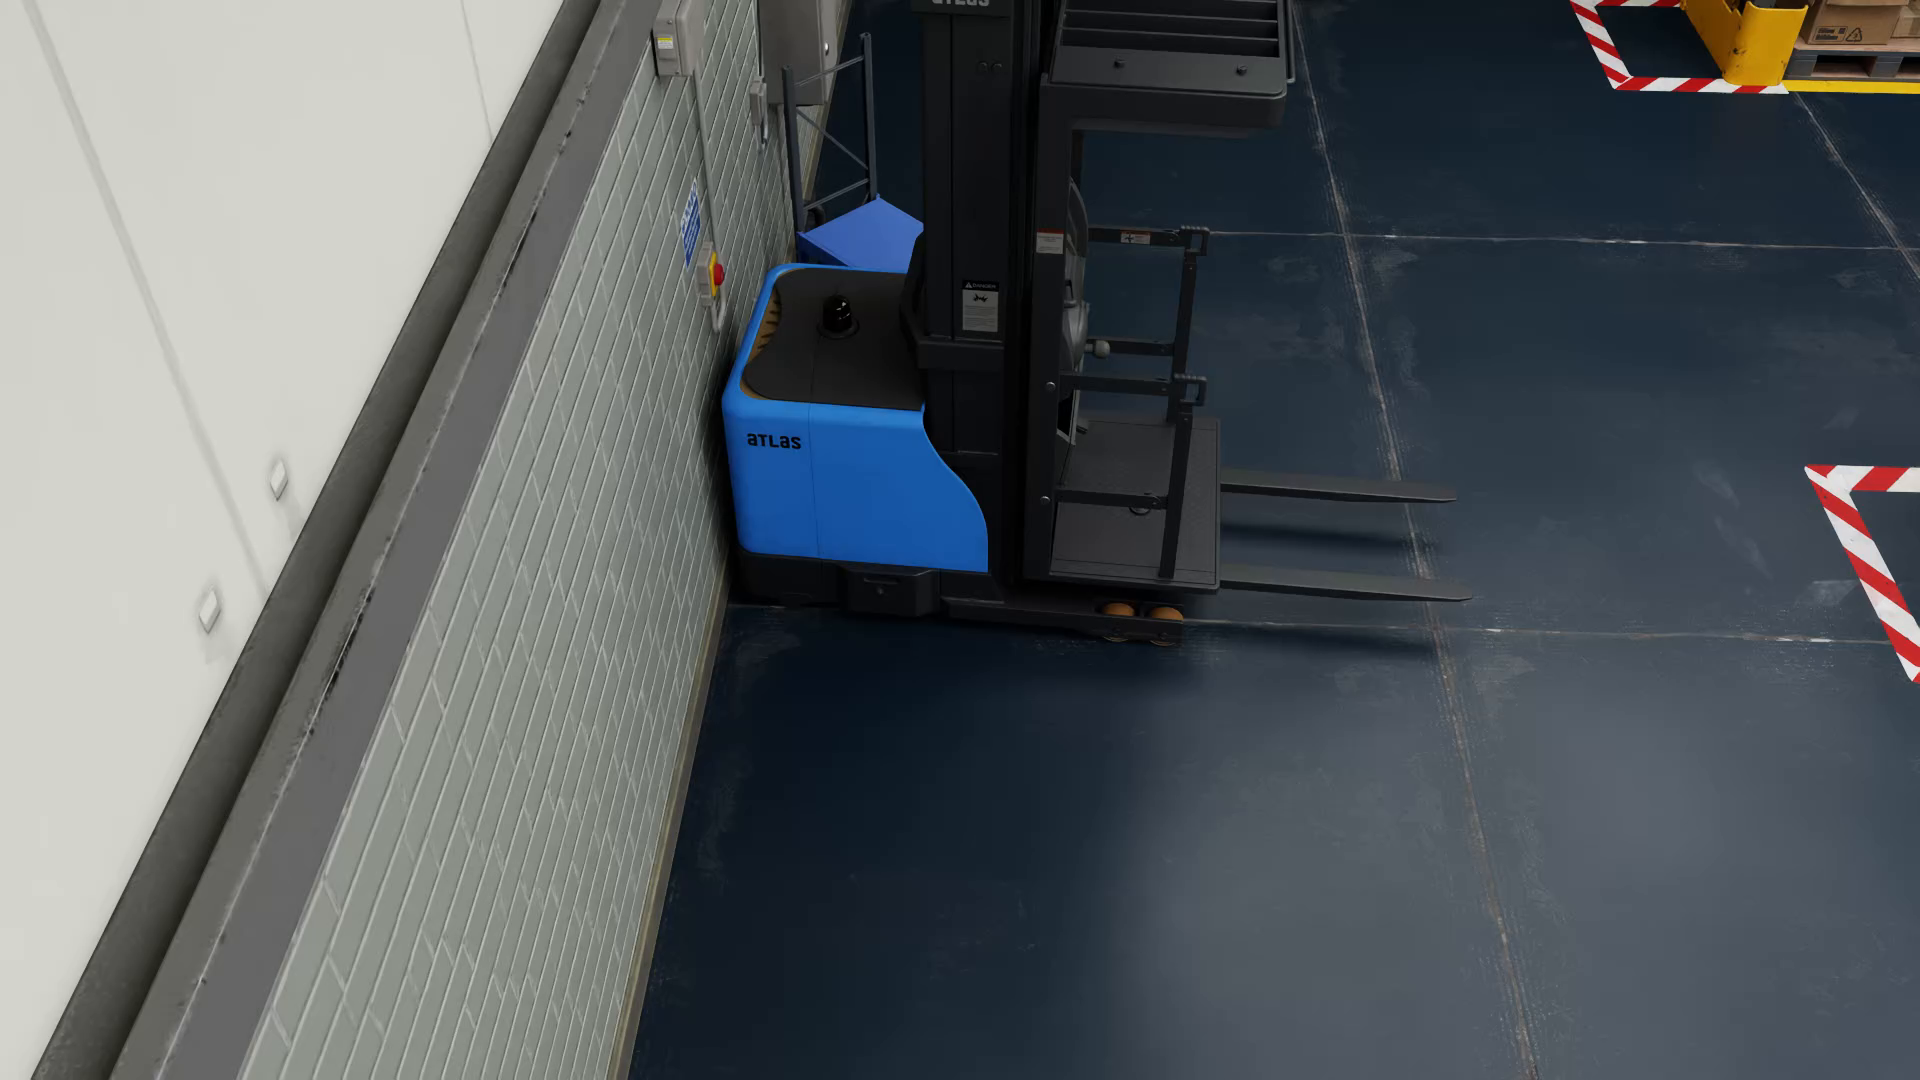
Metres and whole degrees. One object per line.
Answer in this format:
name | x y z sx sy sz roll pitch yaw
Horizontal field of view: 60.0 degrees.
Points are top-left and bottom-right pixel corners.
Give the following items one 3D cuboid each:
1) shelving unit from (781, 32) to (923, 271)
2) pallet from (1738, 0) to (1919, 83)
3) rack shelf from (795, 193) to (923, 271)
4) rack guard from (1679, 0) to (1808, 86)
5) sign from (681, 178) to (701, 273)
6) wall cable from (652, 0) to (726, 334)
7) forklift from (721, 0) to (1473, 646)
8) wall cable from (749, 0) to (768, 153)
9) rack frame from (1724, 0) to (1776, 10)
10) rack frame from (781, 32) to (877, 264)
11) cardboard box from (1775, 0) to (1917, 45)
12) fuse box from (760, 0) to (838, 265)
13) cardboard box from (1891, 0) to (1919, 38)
shelving unit | -0.255 -1.407 7.746 0.538 1.500 1.048 -32 52 -30
pallet | 5.787 -3.286 10.708 1.213 0.211 1.003 2 43 2
rack shelf | -0.255 -1.276 7.868 0.538 0.185 1.000 -32 52 -30
rack guard | 4.991 -3.416 10.635 0.348 0.500 1.175 2 43 2
sign | -1.002 -1.177 6.201 0.001 0.218 0.327 2 43 2
wall cable | -0.939 -1.493 5.969 0.123 1.953 0.585 2 43 2
forklift | 0.622 -1.022 6.282 3.031 2.935 1.130 5 43 5
wall cable | -0.887 -2.447 7.017 0.122 1.984 0.588 2 43 2
rack frame | 4.915 -4.332 9.785 0.127 3.000 1.000 2 43 2
rack frame | -0.602 -1.661 8.018 0.500 1.500 0.032 -32 52 -30
cardboard box | 5.522 -3.489 10.404 0.637 0.503 0.797 0 43 0
fuse box | -0.699 -2.064 8.296 0.414 1.711 0.539 2 43 2
cardboard box | 5.944 -3.320 10.482 0.250 0.149 0.380 0 43 0
